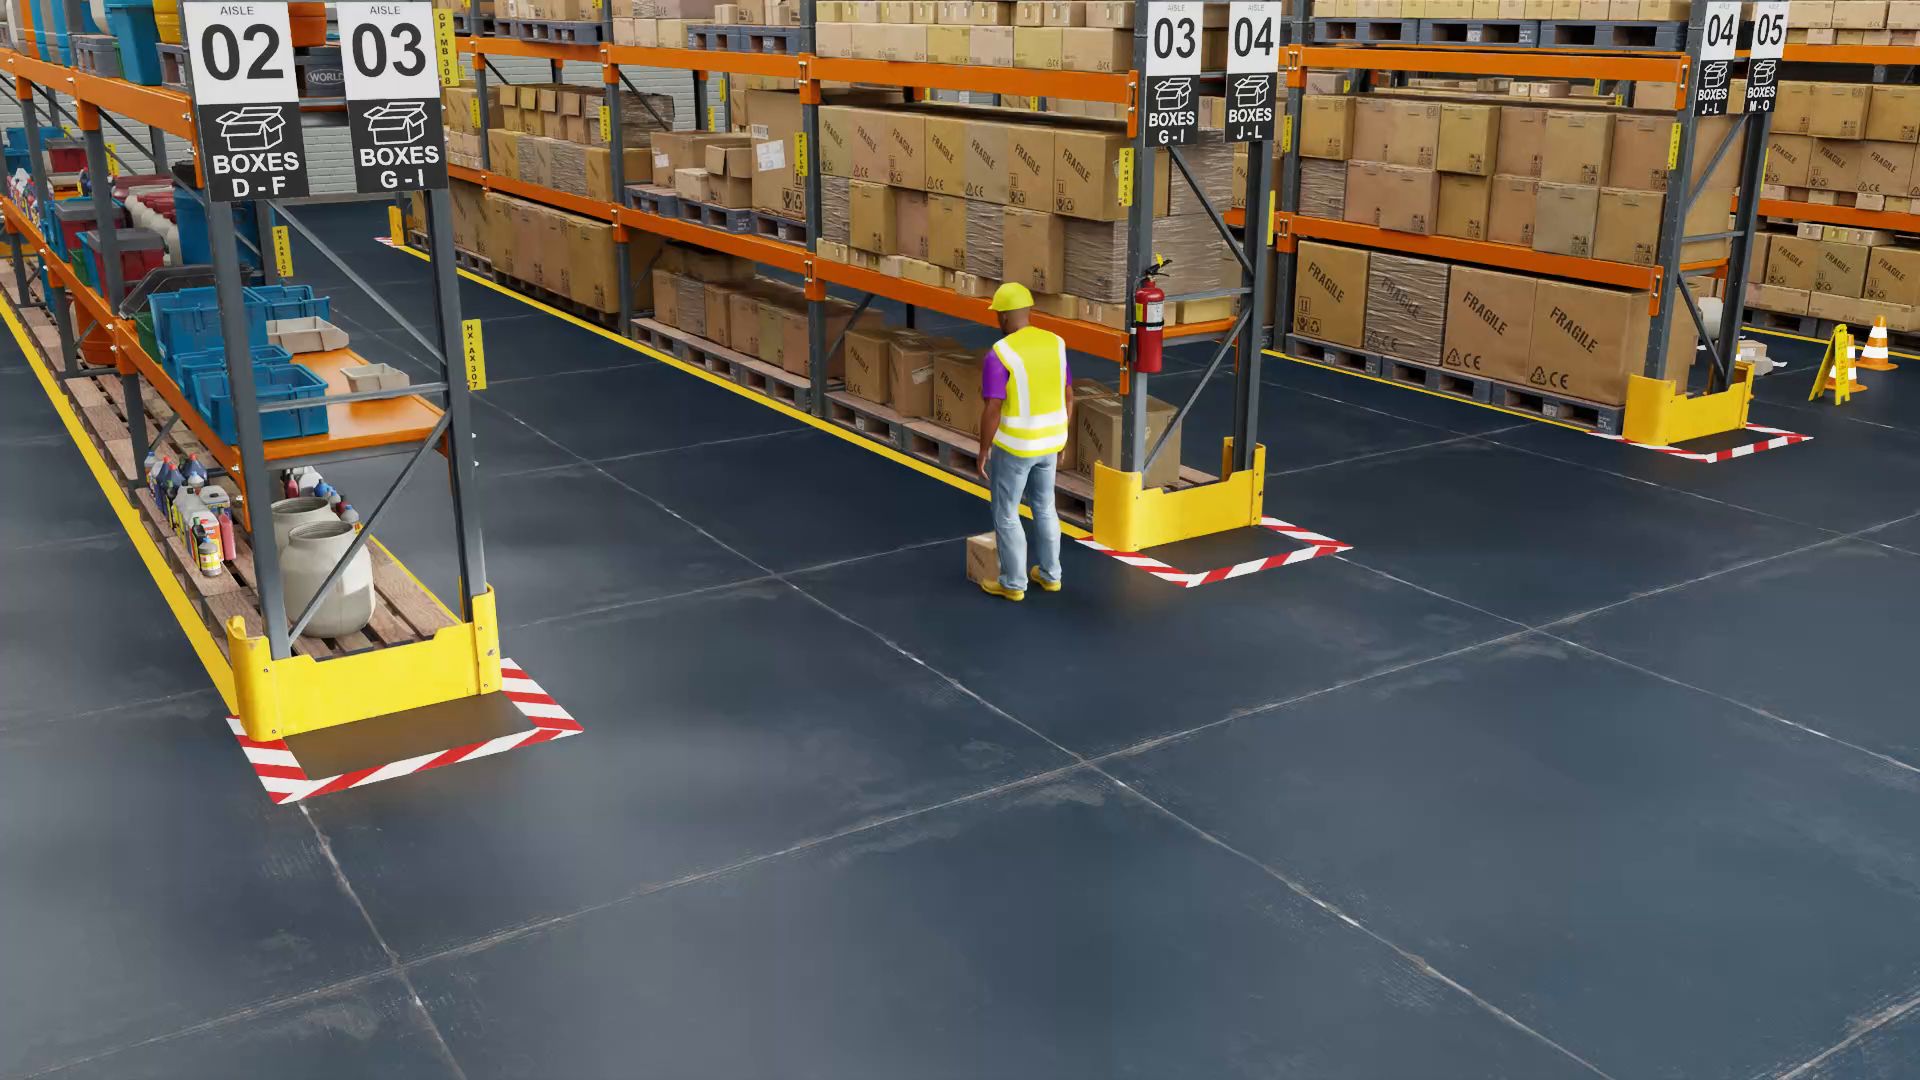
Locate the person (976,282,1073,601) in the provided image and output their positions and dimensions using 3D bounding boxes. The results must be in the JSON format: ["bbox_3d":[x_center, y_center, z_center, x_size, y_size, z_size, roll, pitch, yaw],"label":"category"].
[{"bbox_3d":[0.345,-0.544,9.205,0.626,1.759,0.463,-13,22,-34],"label":"person"}]
